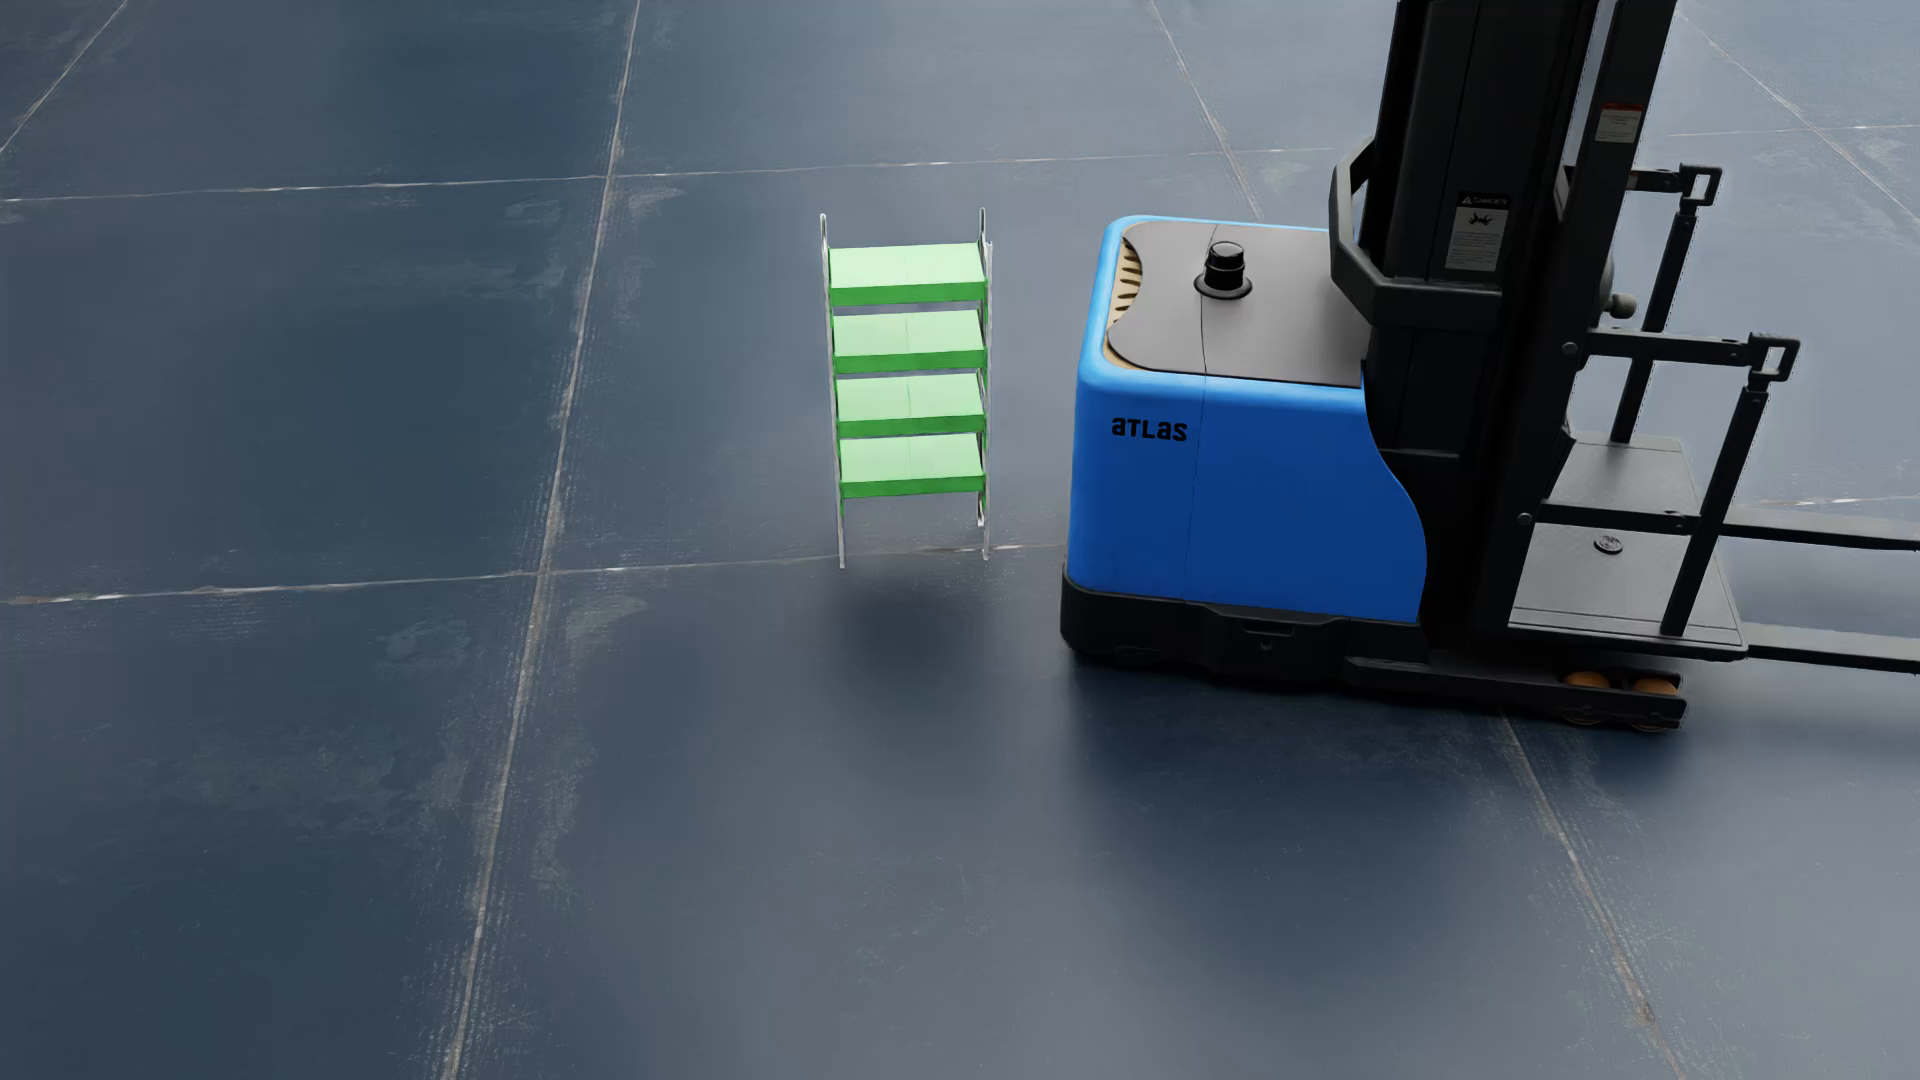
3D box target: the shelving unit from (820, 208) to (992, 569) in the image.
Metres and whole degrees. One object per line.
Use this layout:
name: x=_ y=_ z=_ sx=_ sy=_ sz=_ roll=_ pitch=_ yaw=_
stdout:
shelving unit: x=-0.165 y=-0.462 z=5.367 sx=0.503 sy=1.200 sz=0.258 roll=-3 pitch=38 yaw=-4

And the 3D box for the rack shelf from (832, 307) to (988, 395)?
rack shelf: x=-0.165 y=-0.600 z=5.258 sx=0.480 sy=0.148 sz=0.258 roll=-3 pitch=38 yaw=-4

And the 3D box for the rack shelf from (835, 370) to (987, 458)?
rack shelf: x=-0.165 y=-0.412 z=5.406 sx=0.480 sy=0.148 sz=0.258 roll=-3 pitch=38 yaw=-4

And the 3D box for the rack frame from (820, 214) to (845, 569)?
rack frame: x=-0.408 y=-0.449 z=5.350 sx=0.015 sy=1.200 sz=0.240 roll=-3 pitch=38 yaw=-4

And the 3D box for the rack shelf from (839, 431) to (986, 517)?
rack shelf: x=-0.165 y=-0.223 z=5.555 sx=0.480 sy=0.148 sz=0.258 roll=-3 pitch=38 yaw=-4

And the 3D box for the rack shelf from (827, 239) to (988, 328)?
rack shelf: x=-0.165 y=-0.789 z=5.109 sx=0.480 sy=0.148 sz=0.258 roll=-3 pitch=38 yaw=-4

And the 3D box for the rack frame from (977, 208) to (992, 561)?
rack frame: x=0.078 y=-0.475 z=5.384 sx=0.015 sy=1.200 sz=0.240 roll=-3 pitch=38 yaw=-4

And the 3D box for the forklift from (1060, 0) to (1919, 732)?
forklift: x=1.880 y=-0.927 z=4.559 sx=3.031 sy=2.935 sz=1.130 roll=6 pitch=39 yaw=7
